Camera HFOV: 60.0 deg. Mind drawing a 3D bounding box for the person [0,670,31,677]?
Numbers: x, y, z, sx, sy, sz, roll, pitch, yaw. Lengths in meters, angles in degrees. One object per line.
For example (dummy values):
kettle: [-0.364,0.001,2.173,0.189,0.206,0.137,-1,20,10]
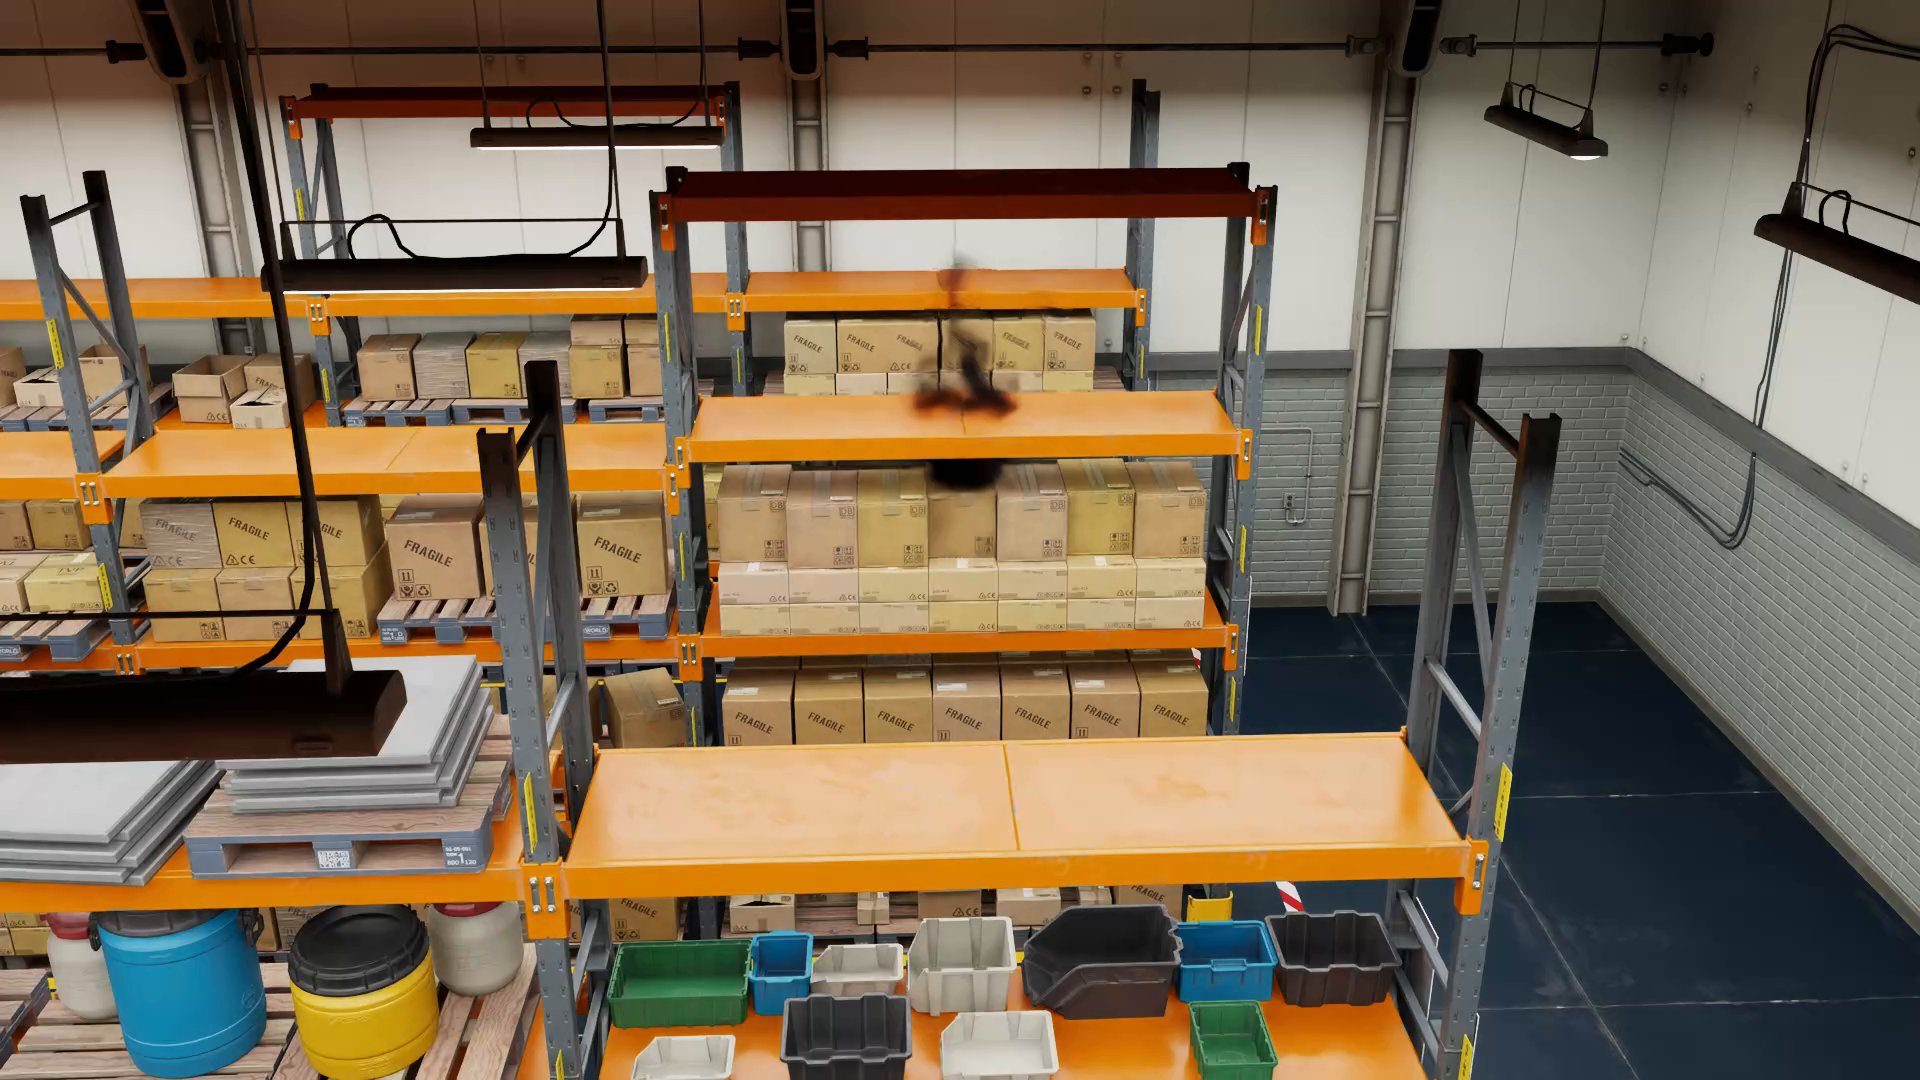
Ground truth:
person: [-8.354,1.676,14.857,0.868,1.666,0.568,-3,22,-6]
